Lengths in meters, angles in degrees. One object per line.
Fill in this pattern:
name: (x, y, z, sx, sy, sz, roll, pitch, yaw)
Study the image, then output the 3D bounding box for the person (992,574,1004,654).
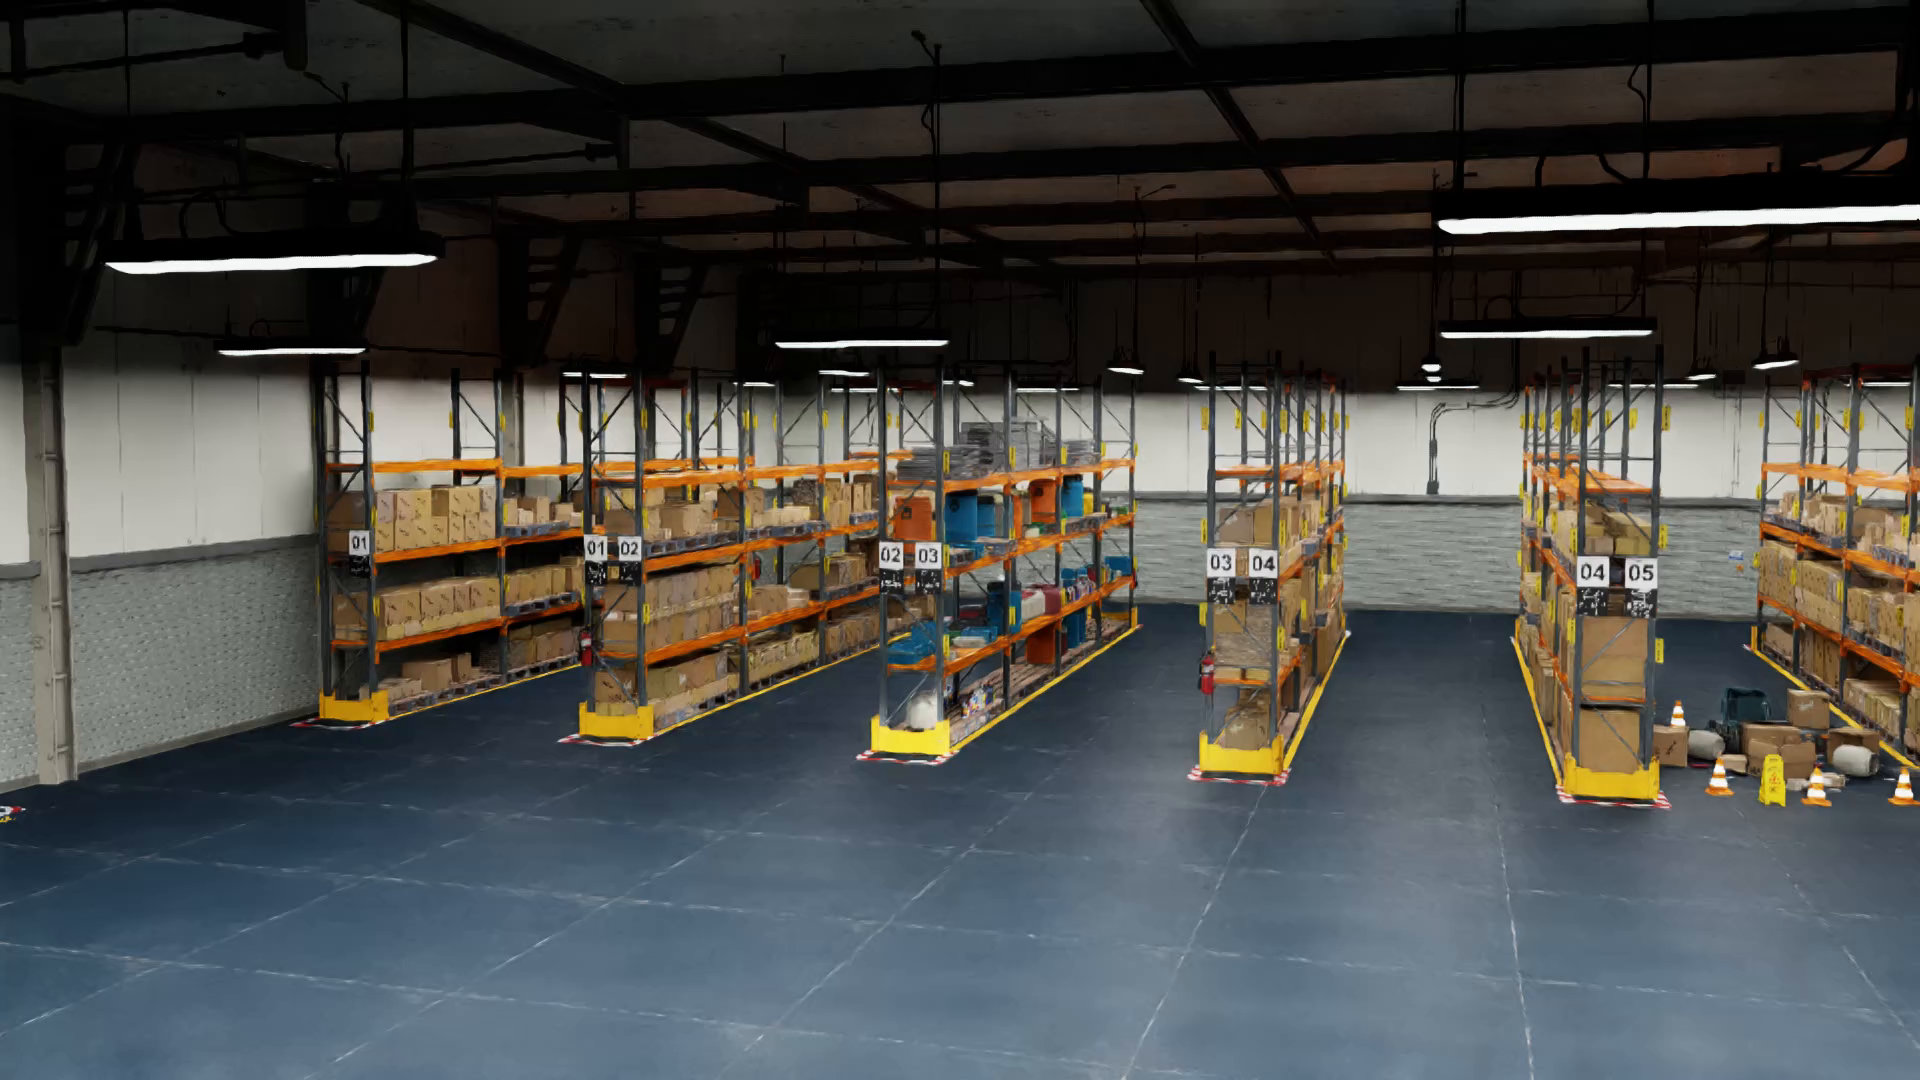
person: (0.918, 1.581, 35.693, 0.569, 1.703, 1.117, 1, 4, 20)
